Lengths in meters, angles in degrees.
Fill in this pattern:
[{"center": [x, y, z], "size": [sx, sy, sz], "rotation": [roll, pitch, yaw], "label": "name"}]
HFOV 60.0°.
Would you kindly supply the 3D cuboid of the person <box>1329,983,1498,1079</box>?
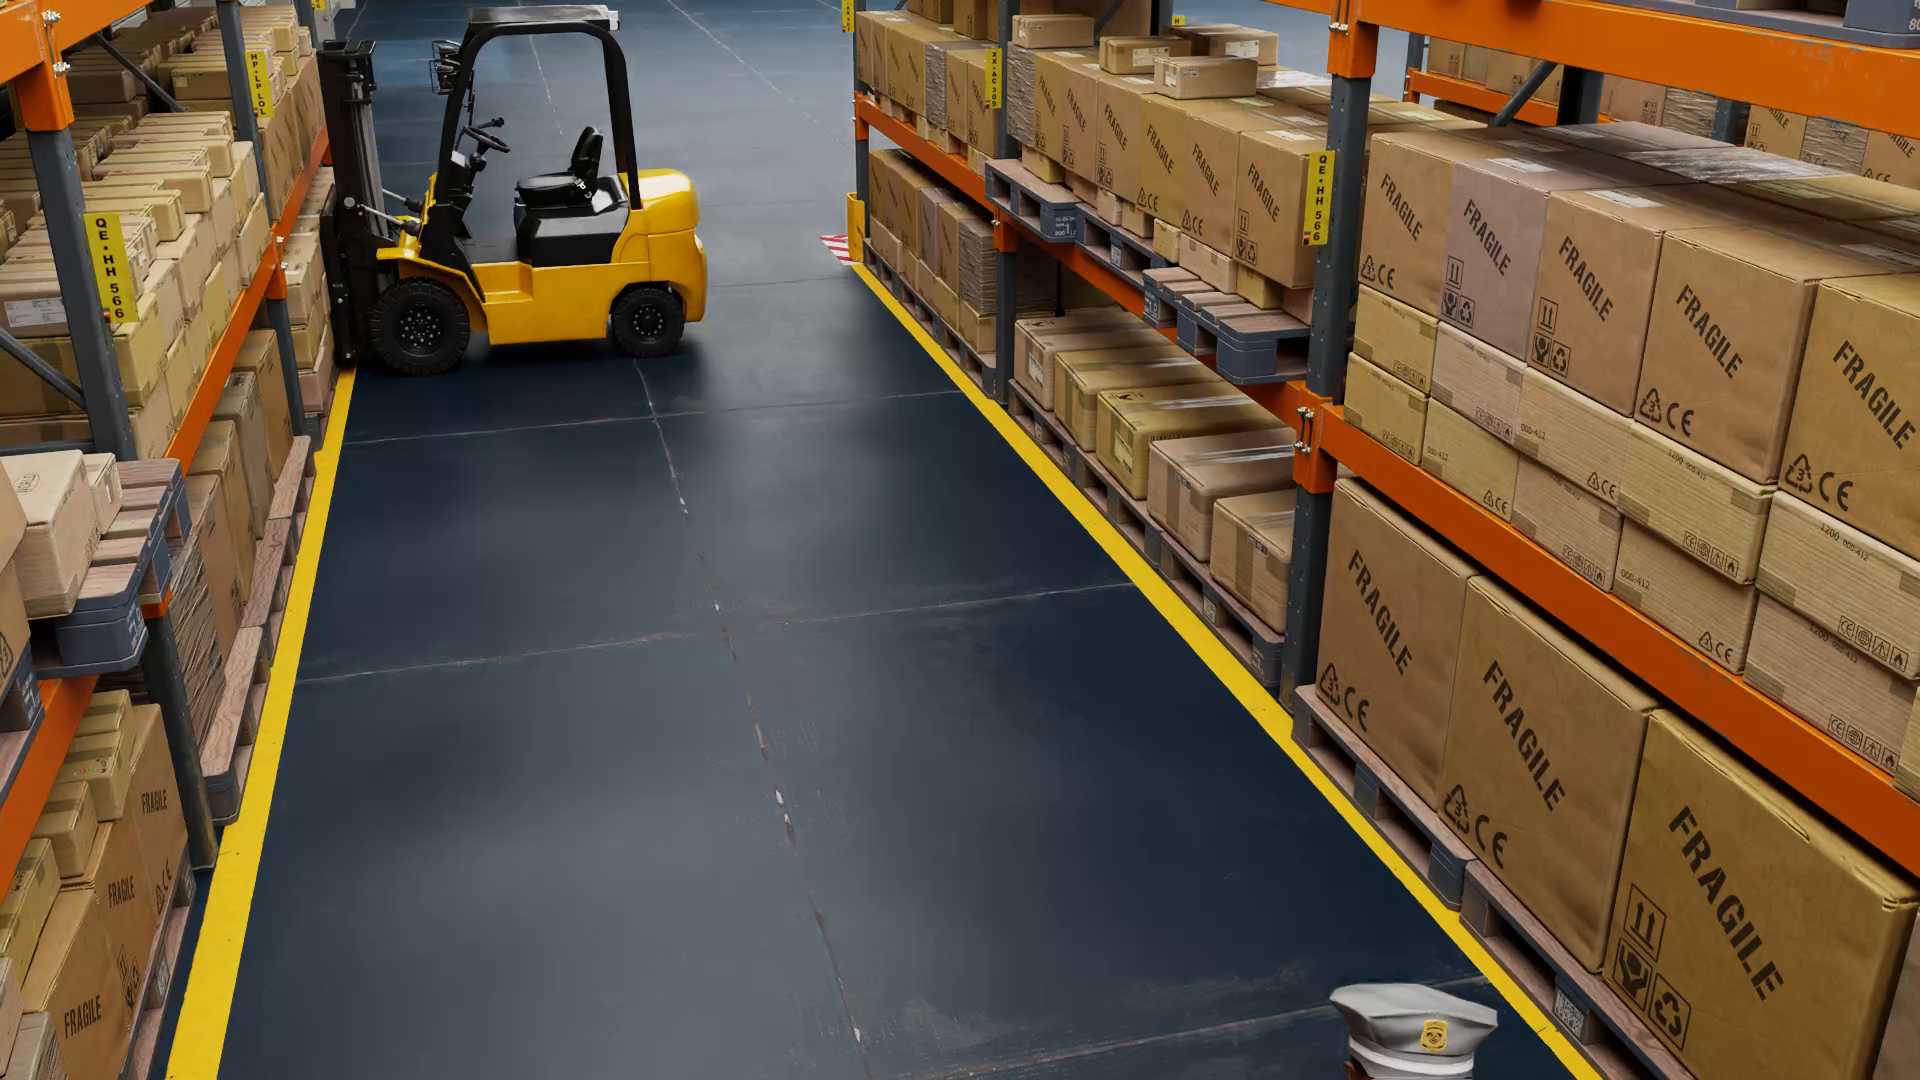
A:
[{"center": [0.631, 1.391, 2.774], "size": [0.464, 1.649, 0.899], "rotation": [-3, 23, -7], "label": "person"}]
